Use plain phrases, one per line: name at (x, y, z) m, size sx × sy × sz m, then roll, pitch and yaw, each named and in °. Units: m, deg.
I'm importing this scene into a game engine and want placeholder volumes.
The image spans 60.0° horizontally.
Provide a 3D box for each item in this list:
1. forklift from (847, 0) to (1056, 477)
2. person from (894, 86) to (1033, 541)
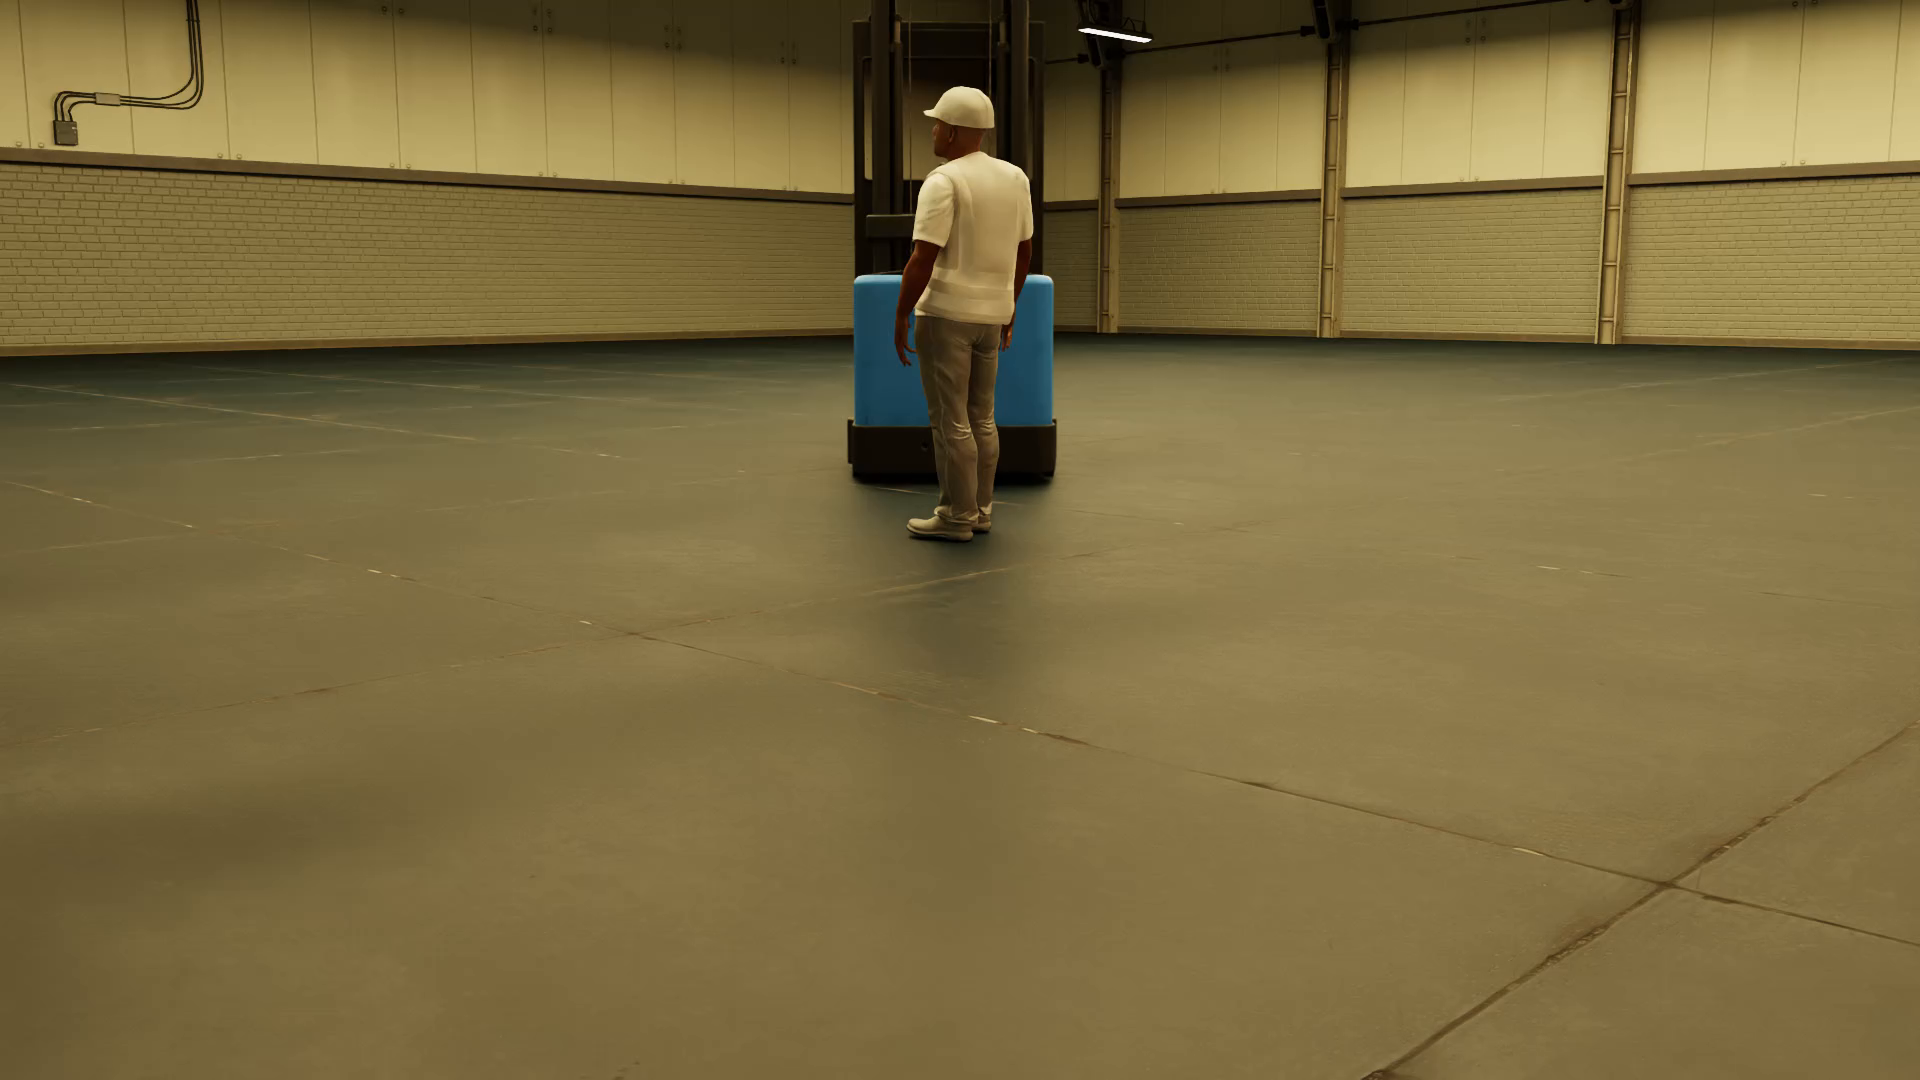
forklift at (-0.072, -1.946, 9.800) m, size 1.130 × 2.935 × 3.031 m, roll 0°, pitch 9°, yaw -2°
person at (-0.047, -0.888, 6.636) m, size 0.575 × 1.768 × 0.666 m, roll 8°, pitch 12°, yaw 43°
